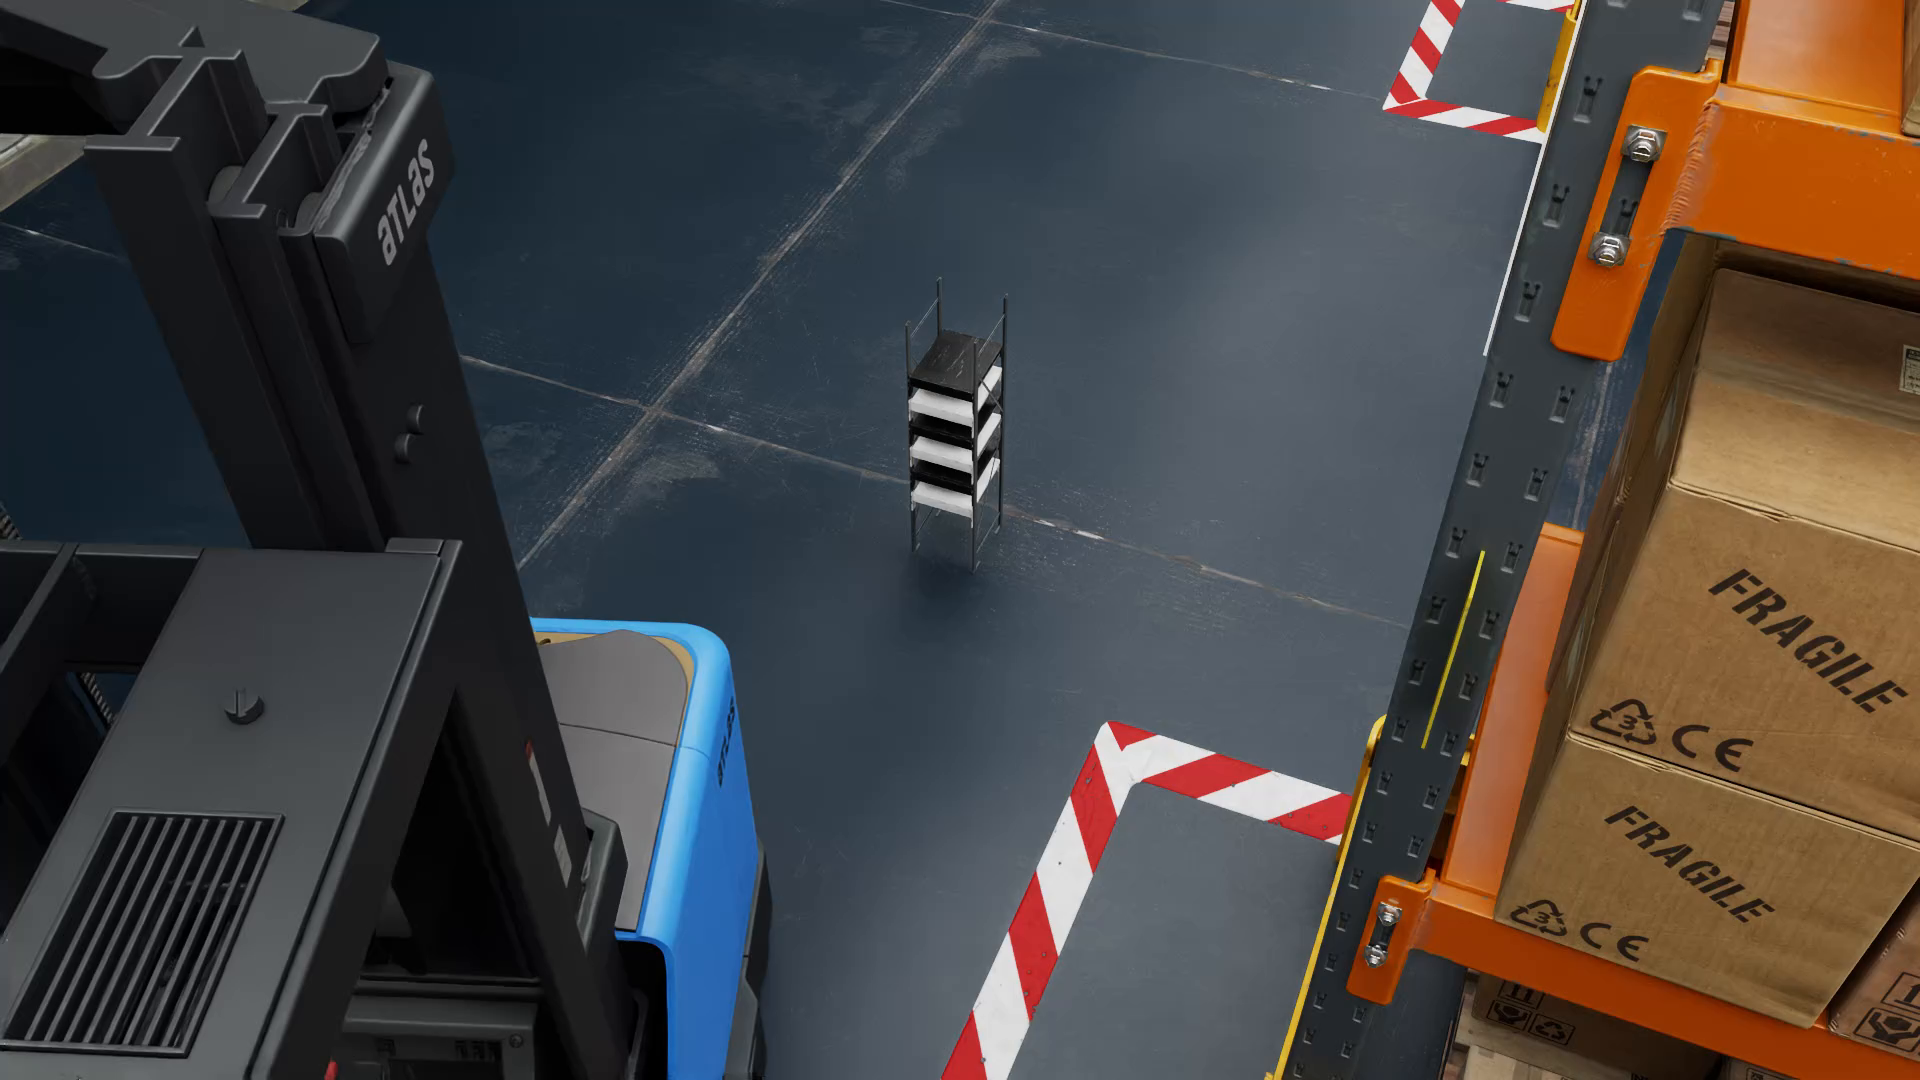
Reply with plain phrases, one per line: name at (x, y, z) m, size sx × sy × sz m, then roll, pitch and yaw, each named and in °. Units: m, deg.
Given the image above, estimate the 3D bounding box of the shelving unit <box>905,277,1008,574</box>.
shelving unit at (-0.007, -0.321, 4.935) m, size 0.210 × 0.900 × 0.258 m, roll 16°, pitch 47°, yaw 16°

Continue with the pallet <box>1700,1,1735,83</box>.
pallet at (3.561, -1.874, 6.983) m, size 1.213 × 0.211 × 1.003 m, roll 16°, pitch 47°, yaw 16°

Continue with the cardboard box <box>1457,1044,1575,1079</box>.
cardboard box at (1.159, 1.304, 3.522) m, size 0.250 × 0.149 × 0.380 m, roll 16°, pitch 47°, yaw 16°

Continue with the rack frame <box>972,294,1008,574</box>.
rack frame at (0.086, -0.294, 4.907) m, size 0.006 × 0.900 × 0.240 m, roll 16°, pitch 47°, yaw 16°

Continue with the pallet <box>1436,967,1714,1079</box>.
pallet at (1.711, 1.337, 3.757) m, size 1.213 × 0.211 × 1.003 m, roll 16°, pitch 47°, yaw 16°

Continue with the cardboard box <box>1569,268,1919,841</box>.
cardboard box at (1.213, 0.014, 2.329) m, size 0.500 × 0.500 × 0.500 m, roll 18°, pitch 48°, yaw 17°

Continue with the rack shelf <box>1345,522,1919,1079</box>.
rack shelf at (2.750, 0.910, 2.719) m, size 4.000 × 0.370 × 1.077 m, roll 16°, pitch 47°, yaw 16°

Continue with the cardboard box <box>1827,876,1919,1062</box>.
cardboard box at (1.691, 0.505, 2.544) m, size 0.500 × 0.500 × 0.500 m, roll 16°, pitch 47°, yaw 15°

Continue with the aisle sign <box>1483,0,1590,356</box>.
aisle sign at (0.729, -0.637, 1.920) m, size 0.004 × 0.787 × 0.394 m, roll 16°, pitch 47°, yaw 16°

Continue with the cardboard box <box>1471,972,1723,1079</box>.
cardboard box at (1.501, 0.830, 3.750) m, size 0.500 × 0.500 × 0.500 m, roll 16°, pitch 47°, yaw 16°

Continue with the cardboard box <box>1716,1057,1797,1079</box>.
cardboard box at (1.759, 1.399, 3.355) m, size 0.500 × 0.250 × 0.500 m, roll 16°, pitch 47°, yaw 16°

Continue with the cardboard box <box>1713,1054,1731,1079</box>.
cardboard box at (1.840, 1.116, 3.698) m, size 0.250 × 0.166 × 0.380 m, roll 16°, pitch 47°, yaw 16°

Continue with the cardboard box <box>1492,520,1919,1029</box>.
cardboard box at (1.213, 0.369, 2.682) m, size 0.500 × 0.500 × 0.500 m, roll 17°, pitch 47°, yaw 17°

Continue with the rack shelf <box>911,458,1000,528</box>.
rack shelf at (-0.007, -0.170, 5.085) m, size 0.200 × 0.077 × 0.258 m, roll 16°, pitch 47°, yaw 16°

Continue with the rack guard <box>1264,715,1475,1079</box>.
rack guard at (0.975, 1.019, 3.872) m, size 0.348 × 0.500 × 1.175 m, roll 16°, pitch 47°, yaw 16°

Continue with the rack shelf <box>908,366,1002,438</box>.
rack shelf at (-0.007, -0.425, 4.831) m, size 0.200 × 0.077 × 0.258 m, roll 16°, pitch 47°, yaw 16°

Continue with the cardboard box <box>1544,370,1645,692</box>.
cardboard box at (1.423, 0.021, 3.031) m, size 0.500 × 0.500 × 0.500 m, roll 18°, pitch 48°, yaw 17°

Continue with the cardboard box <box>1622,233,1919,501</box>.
cardboard box at (1.421, -0.336, 2.681) m, size 0.500 × 0.500 × 0.500 m, roll 16°, pitch 47°, yaw 15°

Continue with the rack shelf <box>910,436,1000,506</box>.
rack shelf at (-0.007, -0.234, 5.022) m, size 0.200 × 0.077 × 0.258 m, roll 16°, pitch 47°, yaw 16°

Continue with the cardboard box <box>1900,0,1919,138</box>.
cardboard box at (1.281, -0.593, 1.699) m, size 0.500 × 0.250 × 0.500 m, roll 16°, pitch 47°, yaw 16°

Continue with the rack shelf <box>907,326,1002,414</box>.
rack shelf at (-0.007, -0.489, 4.768) m, size 0.200 × 0.077 × 0.258 m, roll 16°, pitch 47°, yaw 16°

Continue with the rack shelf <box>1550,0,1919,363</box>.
rack shelf at (2.750, -0.153, 1.661) m, size 4.000 × 0.370 × 1.077 m, roll 16°, pitch 47°, yaw 16°

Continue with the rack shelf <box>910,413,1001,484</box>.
rack shelf at (-0.007, -0.298, 4.958) m, size 0.200 × 0.077 × 0.258 m, roll 16°, pitch 47°, yaw 16°

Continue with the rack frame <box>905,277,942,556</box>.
rack frame at (-0.101, -0.349, 4.963) m, size 0.006 × 0.900 × 0.240 m, roll 16°, pitch 47°, yaw 16°

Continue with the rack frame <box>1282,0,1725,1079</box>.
rack frame at (0.905, 0.112, 3.011) m, size 0.127 × 3.000 × 1.000 m, roll 16°, pitch 47°, yaw 16°

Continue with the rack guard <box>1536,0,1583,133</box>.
rack guard at (2.788, -2.223, 7.130) m, size 0.348 × 0.500 × 1.175 m, roll 16°, pitch 47°, yaw 16°

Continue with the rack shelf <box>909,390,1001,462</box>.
rack shelf at (-0.007, -0.361, 4.895) m, size 0.200 × 0.077 × 0.258 m, roll 16°, pitch 47°, yaw 16°

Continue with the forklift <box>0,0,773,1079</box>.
forklift at (-1.069, 0.925, 2.243) m, size 1.130 × 2.935 × 3.031 m, roll 2°, pitch 45°, yaw 2°

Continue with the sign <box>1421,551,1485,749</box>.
sign at (0.696, 0.159, 2.350) m, size 0.005 × 0.325 × 0.100 m, roll 16°, pitch 47°, yaw 16°
